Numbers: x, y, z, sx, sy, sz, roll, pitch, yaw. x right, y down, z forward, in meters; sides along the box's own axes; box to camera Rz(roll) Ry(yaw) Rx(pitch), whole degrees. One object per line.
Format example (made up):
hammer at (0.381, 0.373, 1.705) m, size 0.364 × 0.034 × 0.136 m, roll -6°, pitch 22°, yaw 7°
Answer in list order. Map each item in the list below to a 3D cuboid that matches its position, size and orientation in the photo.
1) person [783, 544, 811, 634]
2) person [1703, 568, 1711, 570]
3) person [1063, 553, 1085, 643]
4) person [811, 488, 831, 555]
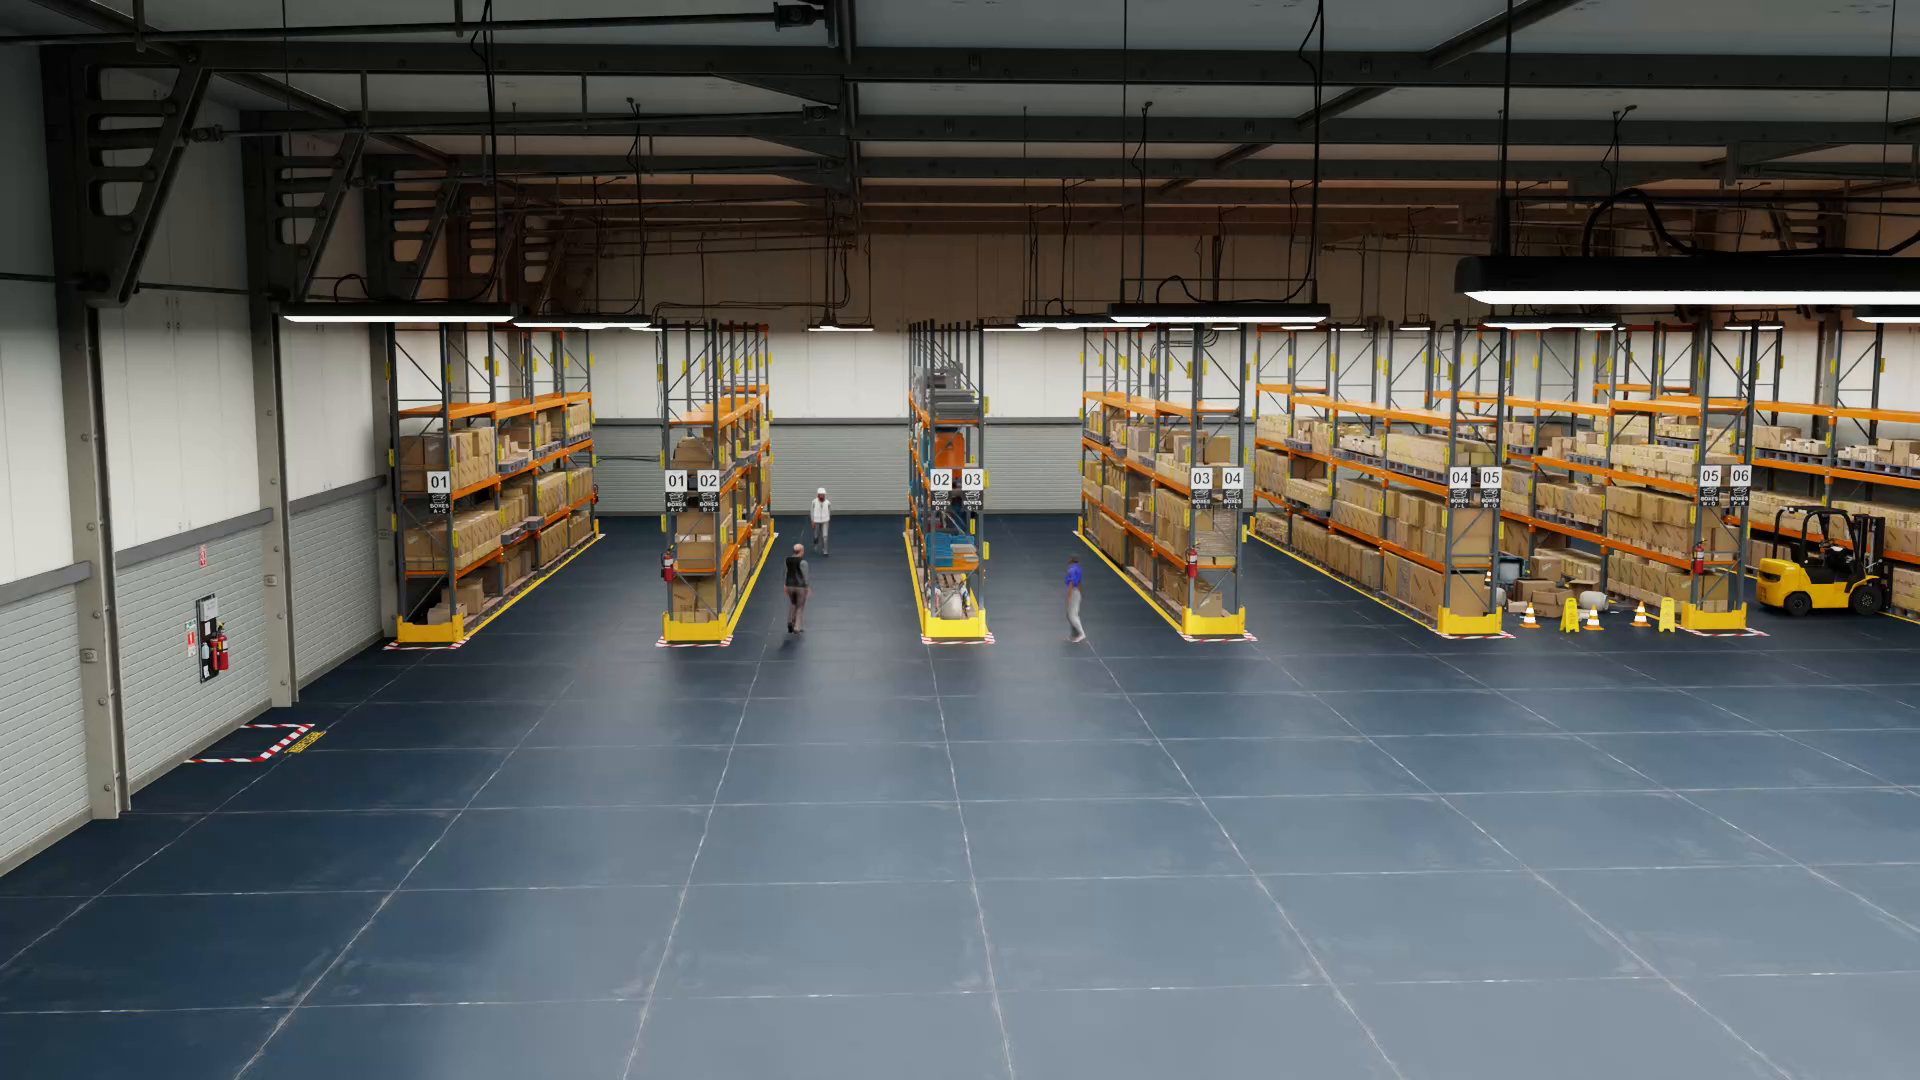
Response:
person at (-3.104, 0.942, 31.844) m, size 0.559 × 1.753 × 0.460 m, roll 3°, pitch 8°, yaw 25°
person at (16.412, 0.337, 36.625) m, size 0.537 × 1.760 × 0.592 m, roll 6°, pitch 9°, yaw 40°
person at (2.133, 1.078, 30.997) m, size 0.398 × 1.661 × 0.452 m, roll 0°, pitch 7°, yaw -3°
person at (-3.630, -0.504, 43.388) m, size 0.536 × 1.731 × 0.841 m, roll -1°, pitch 7°, yaw -6°
